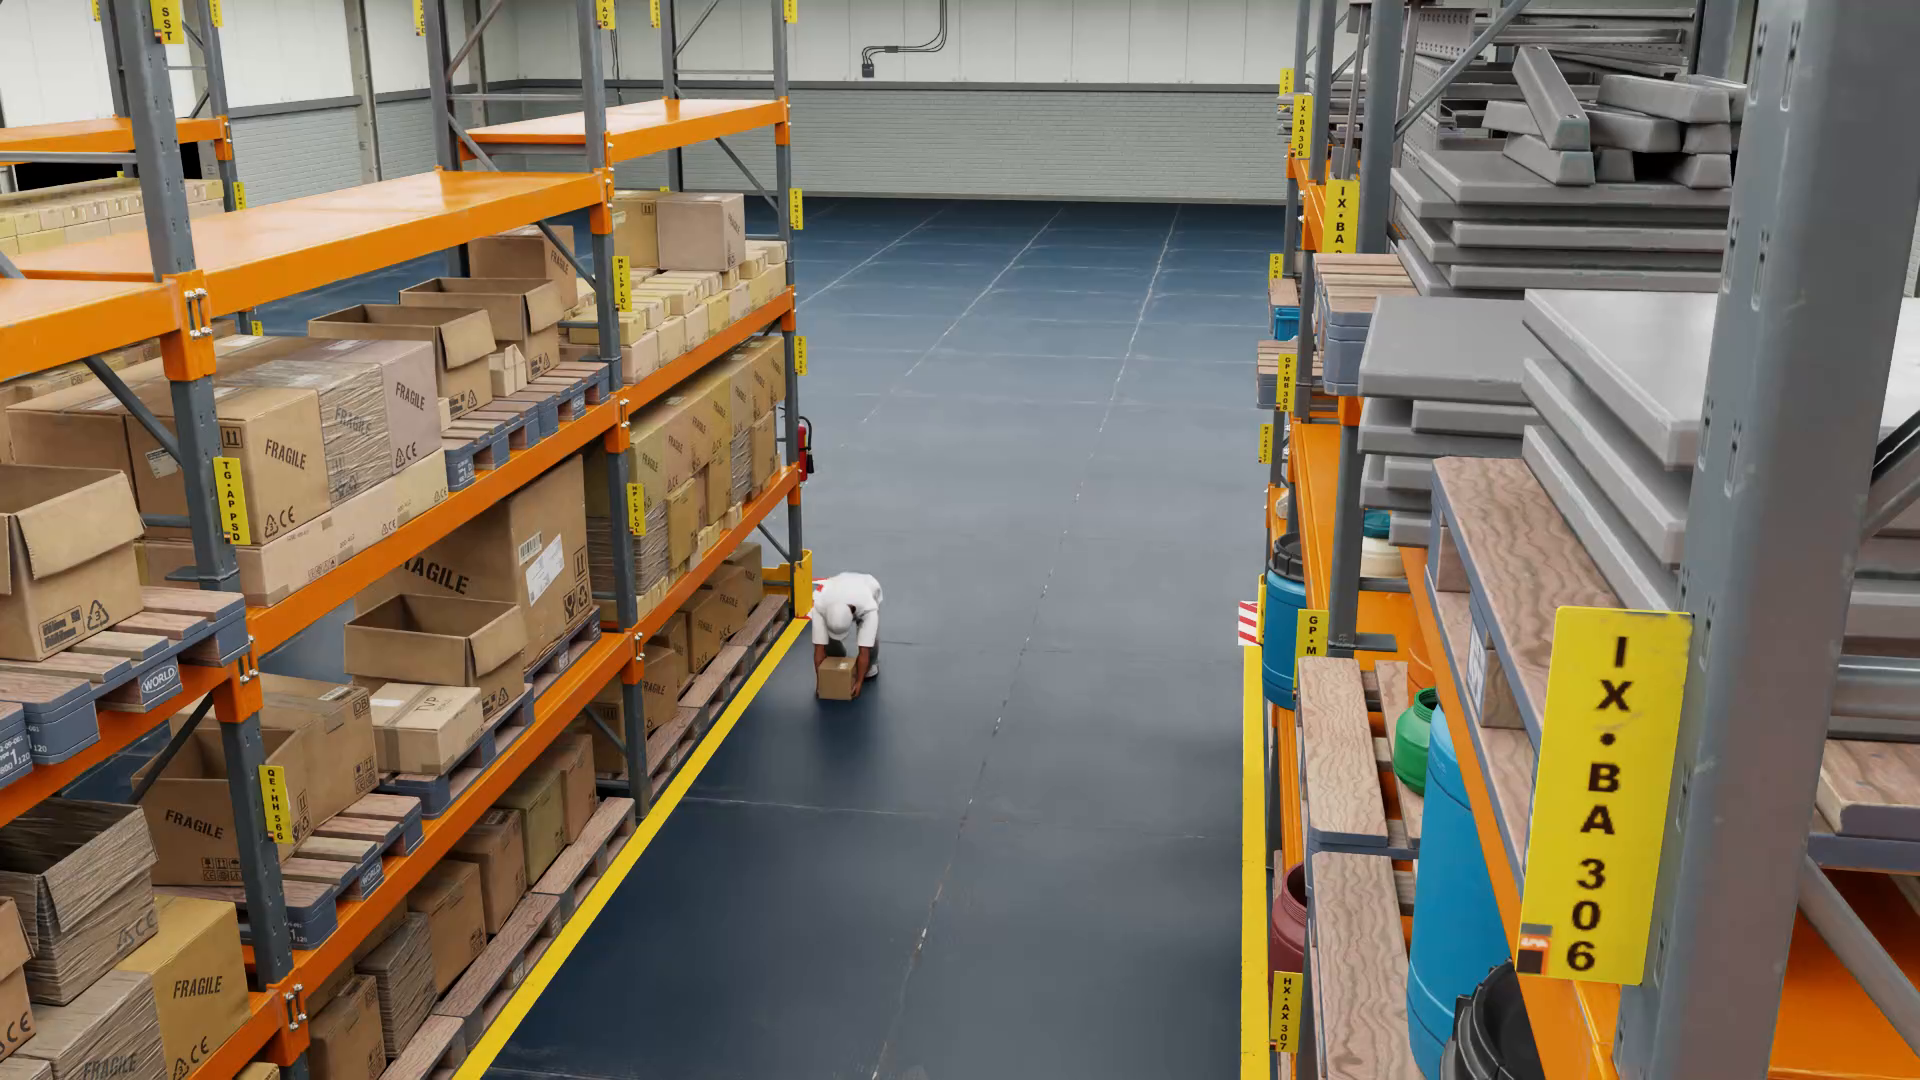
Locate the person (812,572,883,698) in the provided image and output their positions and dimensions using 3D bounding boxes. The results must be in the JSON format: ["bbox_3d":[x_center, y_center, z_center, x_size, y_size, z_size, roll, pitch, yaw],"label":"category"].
[{"bbox_3d":[-0.859,0.709,12.867,0.526,0.838,0.978,3,18,11],"label":"person"}]
